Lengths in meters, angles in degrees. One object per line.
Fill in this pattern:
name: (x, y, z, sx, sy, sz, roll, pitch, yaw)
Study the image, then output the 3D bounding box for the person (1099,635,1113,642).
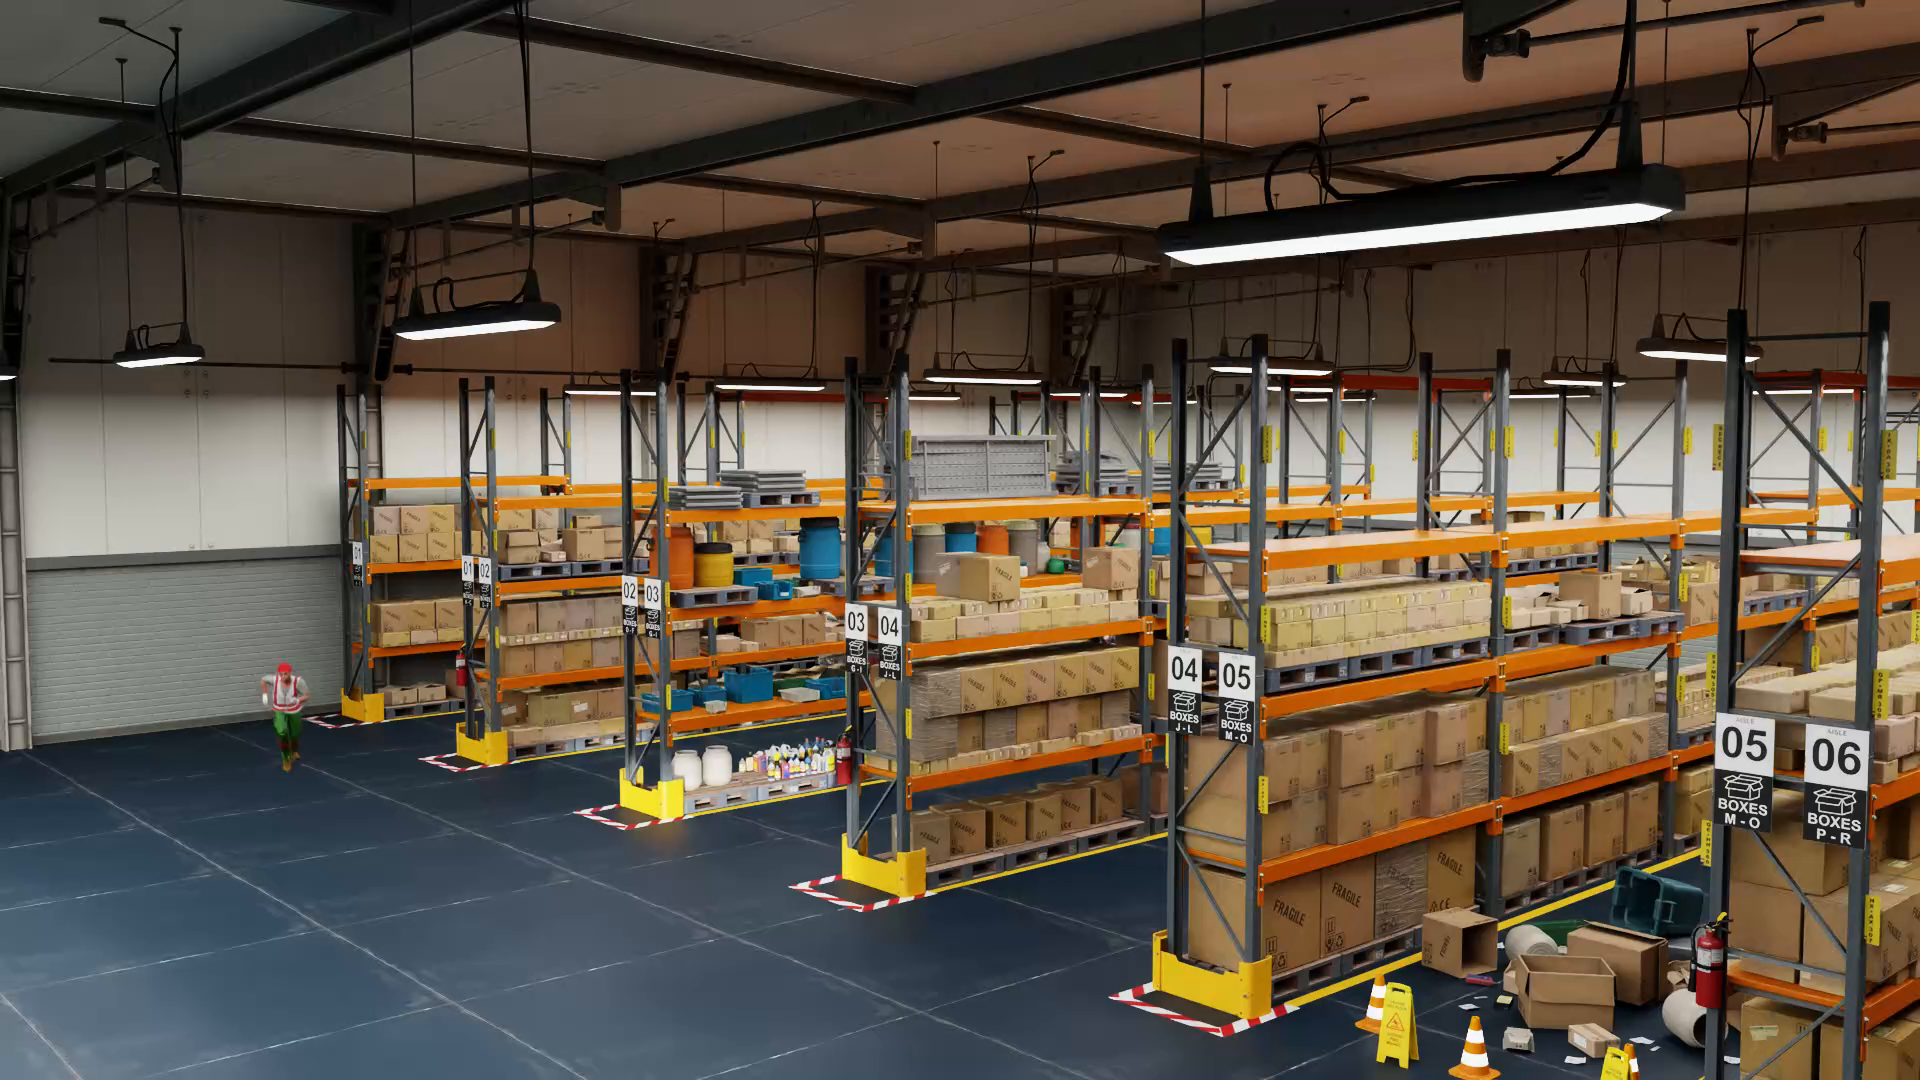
person: (2.857, 2.212, 31.736, 0.738, 1.715, 0.651, -2, 4, -27)

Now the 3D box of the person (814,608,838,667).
person: (-2.742, 2.067, 34.029, 0.661, 1.739, 0.831, 2, 4, 32)

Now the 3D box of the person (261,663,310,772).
person: (-10.309, 2.685, 25.461, 0.707, 1.711, 1.011, -1, 4, -16)

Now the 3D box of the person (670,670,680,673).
person: (-5.303, 2.401, 30.466, 0.610, 1.539, 0.506, 3, 5, 37)
